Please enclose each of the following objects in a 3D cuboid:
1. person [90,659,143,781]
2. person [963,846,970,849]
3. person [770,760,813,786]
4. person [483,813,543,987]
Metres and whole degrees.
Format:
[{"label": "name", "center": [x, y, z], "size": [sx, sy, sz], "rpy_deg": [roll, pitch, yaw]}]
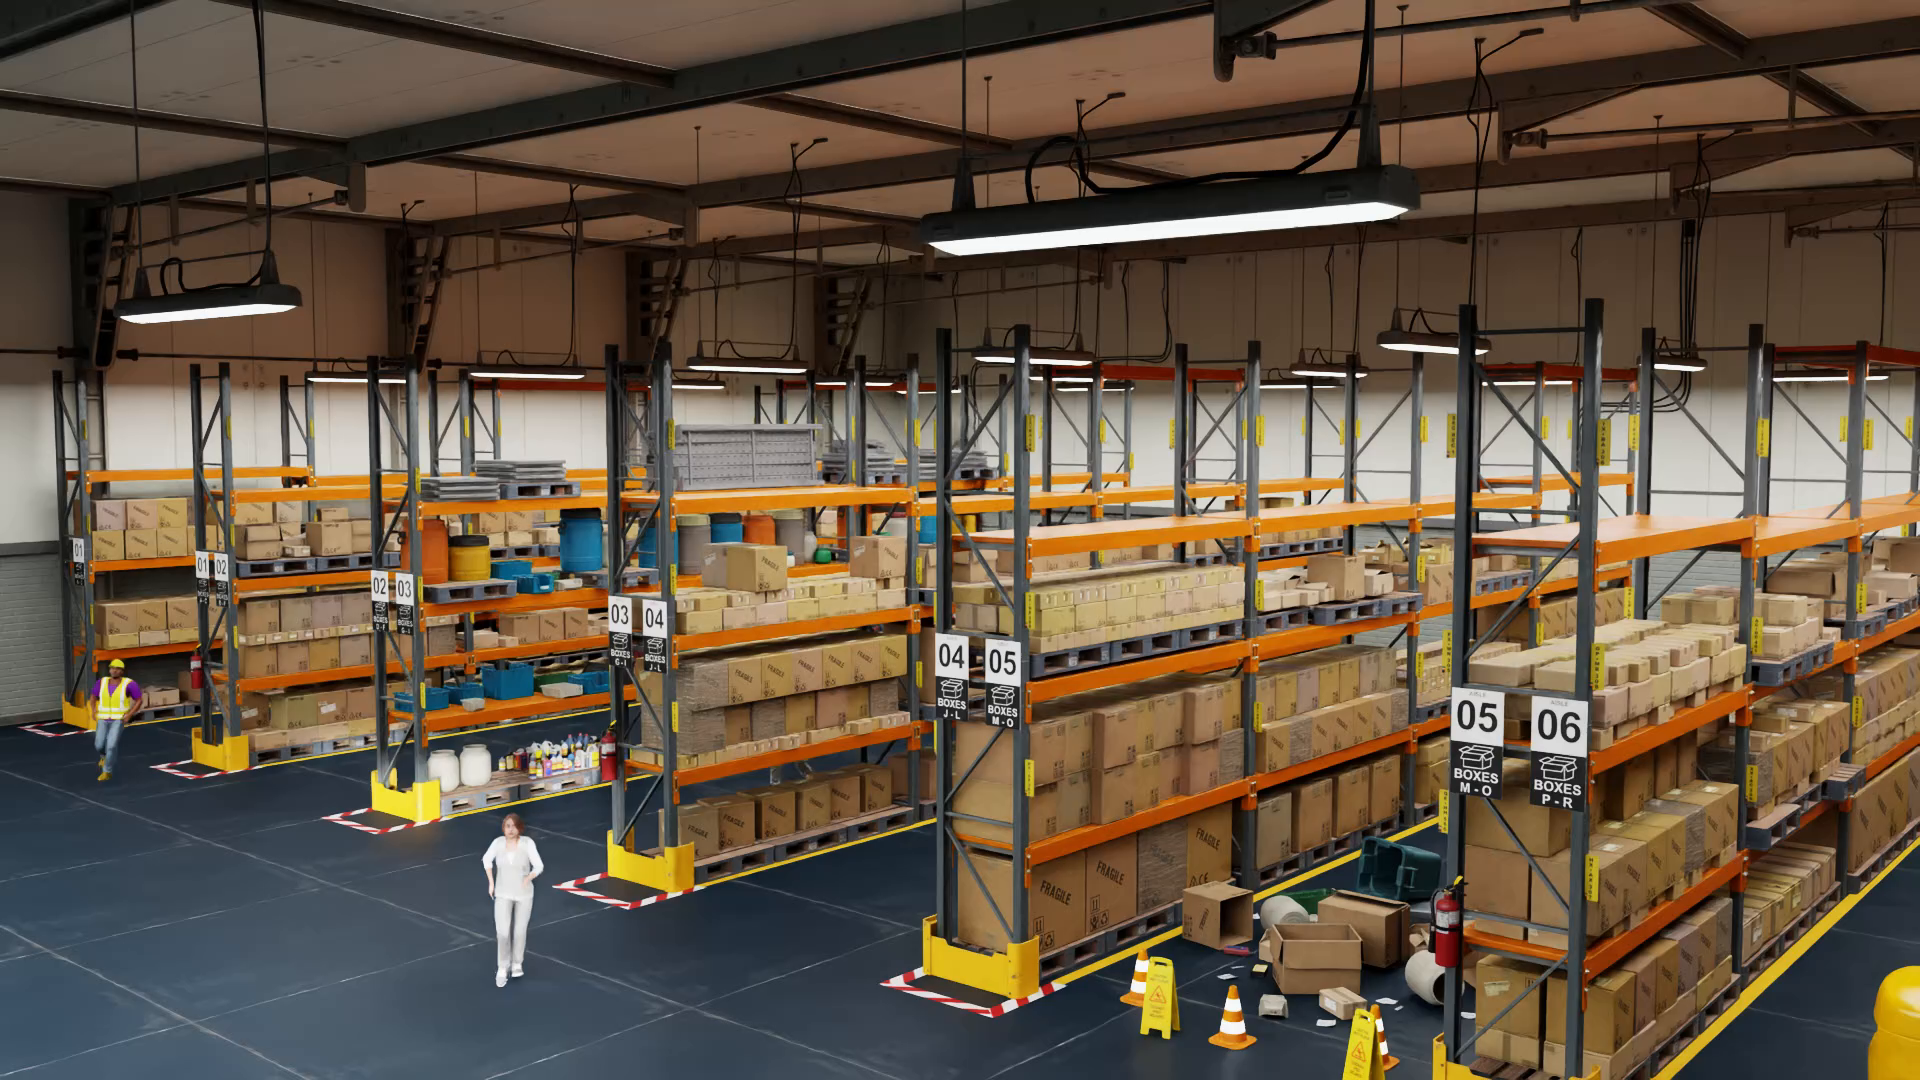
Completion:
[{"label": "person", "center": [-12.221, 2.583, 24.086], "size": [0.726, 1.739, 0.586], "rpy_deg": [-1, 4, -12]}, {"label": "person", "center": [0.200, 3.094, 17.382], "size": [0.558, 1.624, 0.533], "rpy_deg": [3, 5, 40]}, {"label": "person", "center": [-2.272, 2.653, 22.232], "size": [0.665, 1.826, 0.874], "rpy_deg": [3, 5, 35]}, {"label": "person", "center": [-4.073, 3.275, 15.179], "size": [0.534, 1.591, 0.658], "rpy_deg": [-1, 4, -15]}]
